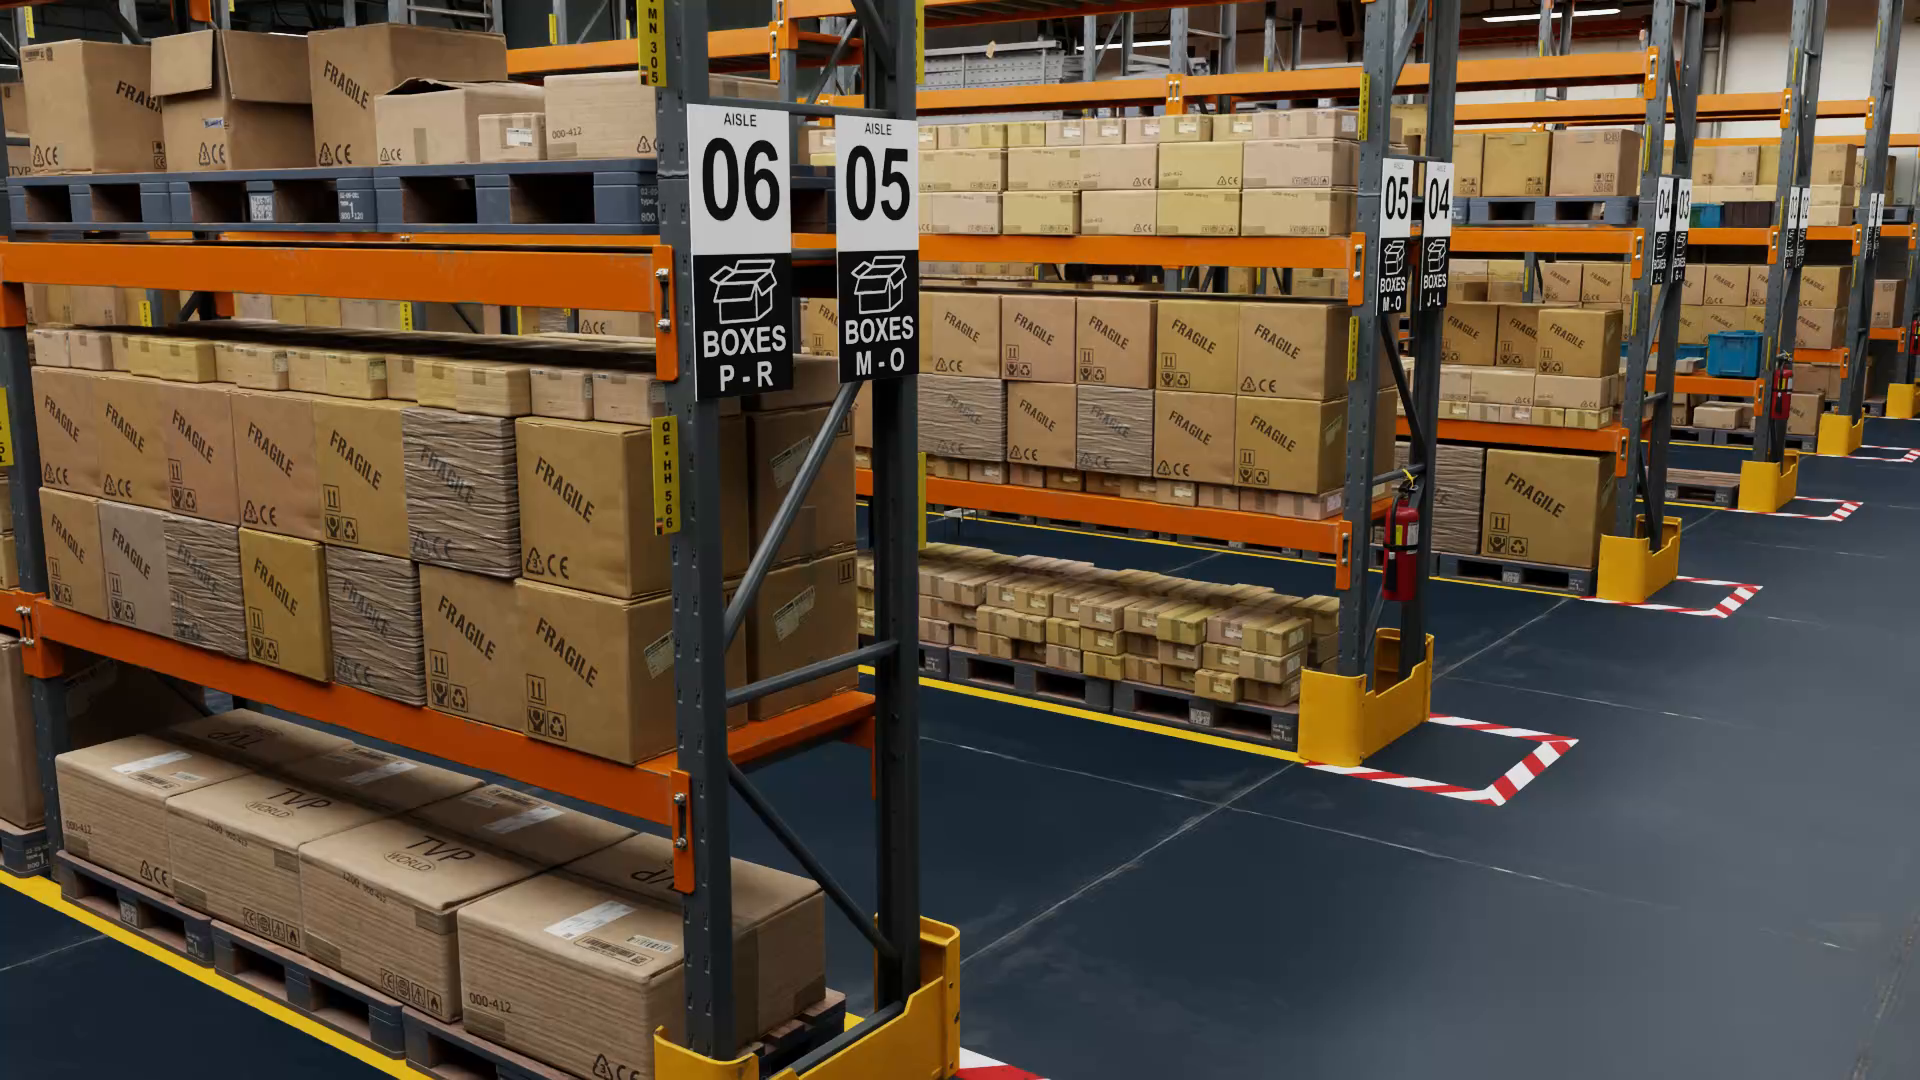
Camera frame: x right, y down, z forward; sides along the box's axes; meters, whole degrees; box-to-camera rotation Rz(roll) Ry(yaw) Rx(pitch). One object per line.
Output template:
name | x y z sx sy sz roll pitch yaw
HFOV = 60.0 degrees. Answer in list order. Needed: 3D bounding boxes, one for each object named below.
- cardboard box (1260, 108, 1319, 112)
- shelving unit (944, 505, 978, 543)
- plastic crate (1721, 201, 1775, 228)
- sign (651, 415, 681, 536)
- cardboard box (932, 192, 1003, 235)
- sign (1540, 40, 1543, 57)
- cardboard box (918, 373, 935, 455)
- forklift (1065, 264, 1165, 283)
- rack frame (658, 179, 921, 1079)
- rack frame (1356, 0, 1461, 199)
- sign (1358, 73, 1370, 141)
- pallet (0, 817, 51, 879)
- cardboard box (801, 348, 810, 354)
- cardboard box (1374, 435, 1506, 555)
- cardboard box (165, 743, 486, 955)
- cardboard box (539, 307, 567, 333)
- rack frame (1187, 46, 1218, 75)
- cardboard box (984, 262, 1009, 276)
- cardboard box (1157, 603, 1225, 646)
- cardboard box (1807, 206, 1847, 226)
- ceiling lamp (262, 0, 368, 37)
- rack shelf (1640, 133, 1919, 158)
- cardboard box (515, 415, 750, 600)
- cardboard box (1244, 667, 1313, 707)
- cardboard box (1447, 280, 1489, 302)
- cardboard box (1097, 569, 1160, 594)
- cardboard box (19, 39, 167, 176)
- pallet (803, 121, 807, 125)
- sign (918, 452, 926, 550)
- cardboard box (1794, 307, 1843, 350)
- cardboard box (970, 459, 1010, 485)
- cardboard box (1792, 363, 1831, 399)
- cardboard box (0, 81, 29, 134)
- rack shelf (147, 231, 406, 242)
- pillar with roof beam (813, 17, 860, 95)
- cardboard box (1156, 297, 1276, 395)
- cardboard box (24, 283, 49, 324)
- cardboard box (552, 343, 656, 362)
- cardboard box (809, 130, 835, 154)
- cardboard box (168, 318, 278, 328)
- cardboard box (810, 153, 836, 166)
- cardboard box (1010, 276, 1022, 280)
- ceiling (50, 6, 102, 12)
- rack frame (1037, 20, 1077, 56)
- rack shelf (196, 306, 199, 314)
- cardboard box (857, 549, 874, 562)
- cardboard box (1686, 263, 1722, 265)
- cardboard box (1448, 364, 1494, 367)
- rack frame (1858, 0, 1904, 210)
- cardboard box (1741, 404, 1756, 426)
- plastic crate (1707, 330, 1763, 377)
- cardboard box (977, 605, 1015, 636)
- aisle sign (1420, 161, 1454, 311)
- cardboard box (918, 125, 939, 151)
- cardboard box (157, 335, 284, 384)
cardboard box | 2.918 -3.581 14.359 0.500 0.250 0.500 7 13 32
shelving unit | 0.007 -0.441 15.160 0.210 0.900 0.258 8 13 36
plastic crate | 8.174 -3.346 17.093 0.590 0.269 0.497 8 13 36
sign | -0.811 -0.179 4.605 0.005 0.325 0.100 8 13 36
cardboard box | 0.181 -1.985 10.109 0.500 0.250 0.500 9 14 38
sign | 7.706 -6.455 22.047 0.005 0.325 0.100 8 13 36
cardboard box | -0.201 -0.841 10.653 0.500 0.500 0.500 8 13 36
forklift | 1.760 -2.171 18.753 1.130 2.935 3.031 2 11 12
rack frame | -0.478 0.424 5.159 0.127 3.000 1.000 8 13 36
rack frame | 2.370 -3.290 8.565 0.127 3.000 1.000 8 13 36
sign | 2.026 -2.169 8.338 0.005 0.325 0.100 8 13 36
pallet | -4.369 1.269 8.137 1.213 0.211 1.003 8 13 36
cardboard box | -1.127 -1.315 12.137 0.250 0.149 0.380 8 14 37
cardboard box | 4.091 -0.418 14.001 0.875 0.875 0.875 8 13 36
cardboard box | -2.538 1.214 6.718 0.875 0.438 0.875 7 13 34
cardboard box | -4.611 -2.697 20.248 0.500 0.500 0.875 8 13 36
rack frame | 4.511 -7.662 31.164 0.127 3.000 1.000 8 13 36
cardboard box | 0.813 -4.750 28.225 0.500 0.500 0.700 8 13 35
cardboard box | 1.341 0.489 9.658 0.250 0.149 0.380 8 13 34
cardboard box | 10.684 -4.025 20.658 0.500 0.250 0.500 8 13 36
ceiling lamp | -10.943 -9.989 27.823 0.800 3.185 2.000 8 13 36
rack shelf | 12.571 -5.988 25.459 4.000 0.370 1.077 8 13 36
cardboard box | -1.008 -0.133 5.146 0.500 0.500 0.500 9 14 37
cardboard box | 1.823 0.821 9.507 0.250 0.149 0.380 8 14 36
cardboard box | 7.189 -3.469 23.915 0.700 0.500 0.500 -11 15 -44
cardboard box | 1.077 0.301 10.632 0.250 0.149 0.380 8 14 36
cardboard box | -3.352 -1.704 6.632 0.500 0.500 0.500 8 14 36
pallet | -3.021 -6.082 24.546 1.213 0.211 1.003 8 13 36
sign | -0.145 -0.124 5.505 0.005 0.325 0.100 8 13 36
cardboard box | 10.732 -2.667 20.874 0.500 0.500 0.500 8 14 37
cardboard box | 0.271 -0.449 10.333 0.250 0.149 0.380 9 14 38
cardboard box | 13.157 -2.466 25.576 0.500 0.500 0.700 8 13 35
cardboard box | -4.241 -1.897 7.891 0.500 0.500 0.500 8 13 35
rack shelf | -5.690 -2.589 14.730 4.000 0.370 1.077 8 13 36
pillar with roof beam | -5.021 -8.181 33.847 0.548 9.000 9.100 8 13 36
cardboard box | 1.446 -1.101 9.366 0.500 0.500 0.500 7 13 34
cardboard box | -9.381 -2.568 17.390 0.550 0.550 0.875 8 13 36
cardboard box | -1.218 -0.609 5.895 0.250 0.149 0.380 7 13 34
cardboard box | -0.763 -2.565 10.743 0.250 0.149 0.380 8 13 34
cardboard box | -3.266 -0.898 7.391 0.250 0.149 0.380 8 13 34
cardboard box | -0.608 -2.348 10.672 0.500 0.250 0.500 9 14 37
cardboard box | 1.038 -4.351 27.875 0.250 0.149 0.380 8 13 34
ceiling | -27.346 -16.449 52.889 6.000 0.001 6.000 8 13 36
rack frame | 1.582 -6.903 27.242 0.127 3.000 1.000 8 13 36
rack shelf | -5.314 -1.370 8.429 4.000 0.370 1.077 8 13 36
cardboard box | -0.699 0.177 11.270 0.250 0.149 0.380 9 14 38
cardboard box | 9.817 -3.411 22.087 0.500 0.500 0.500 8 13 35
cardboard box | 4.335 -1.375 14.072 0.500 0.250 0.500 7 13 34
rack frame | 11.254 -5.554 20.268 0.127 3.000 1.000 8 13 36
cardboard box | 10.581 -1.636 21.889 0.500 0.250 0.500 8 13 36
plastic crate | 7.939 -1.907 16.958 0.499 0.435 0.616 8 13 36
cardboard box | 0.313 0.483 10.475 0.250 0.149 0.380 8 13 35
aisle sign | 2.607 -1.659 9.083 0.004 0.787 0.394 8 13 36
cardboard box | -0.145 -2.474 10.270 0.250 0.149 0.380 7 13 34
cardboard box | -2.793 -0.688 6.307 0.250 0.149 0.380 7 13 34
